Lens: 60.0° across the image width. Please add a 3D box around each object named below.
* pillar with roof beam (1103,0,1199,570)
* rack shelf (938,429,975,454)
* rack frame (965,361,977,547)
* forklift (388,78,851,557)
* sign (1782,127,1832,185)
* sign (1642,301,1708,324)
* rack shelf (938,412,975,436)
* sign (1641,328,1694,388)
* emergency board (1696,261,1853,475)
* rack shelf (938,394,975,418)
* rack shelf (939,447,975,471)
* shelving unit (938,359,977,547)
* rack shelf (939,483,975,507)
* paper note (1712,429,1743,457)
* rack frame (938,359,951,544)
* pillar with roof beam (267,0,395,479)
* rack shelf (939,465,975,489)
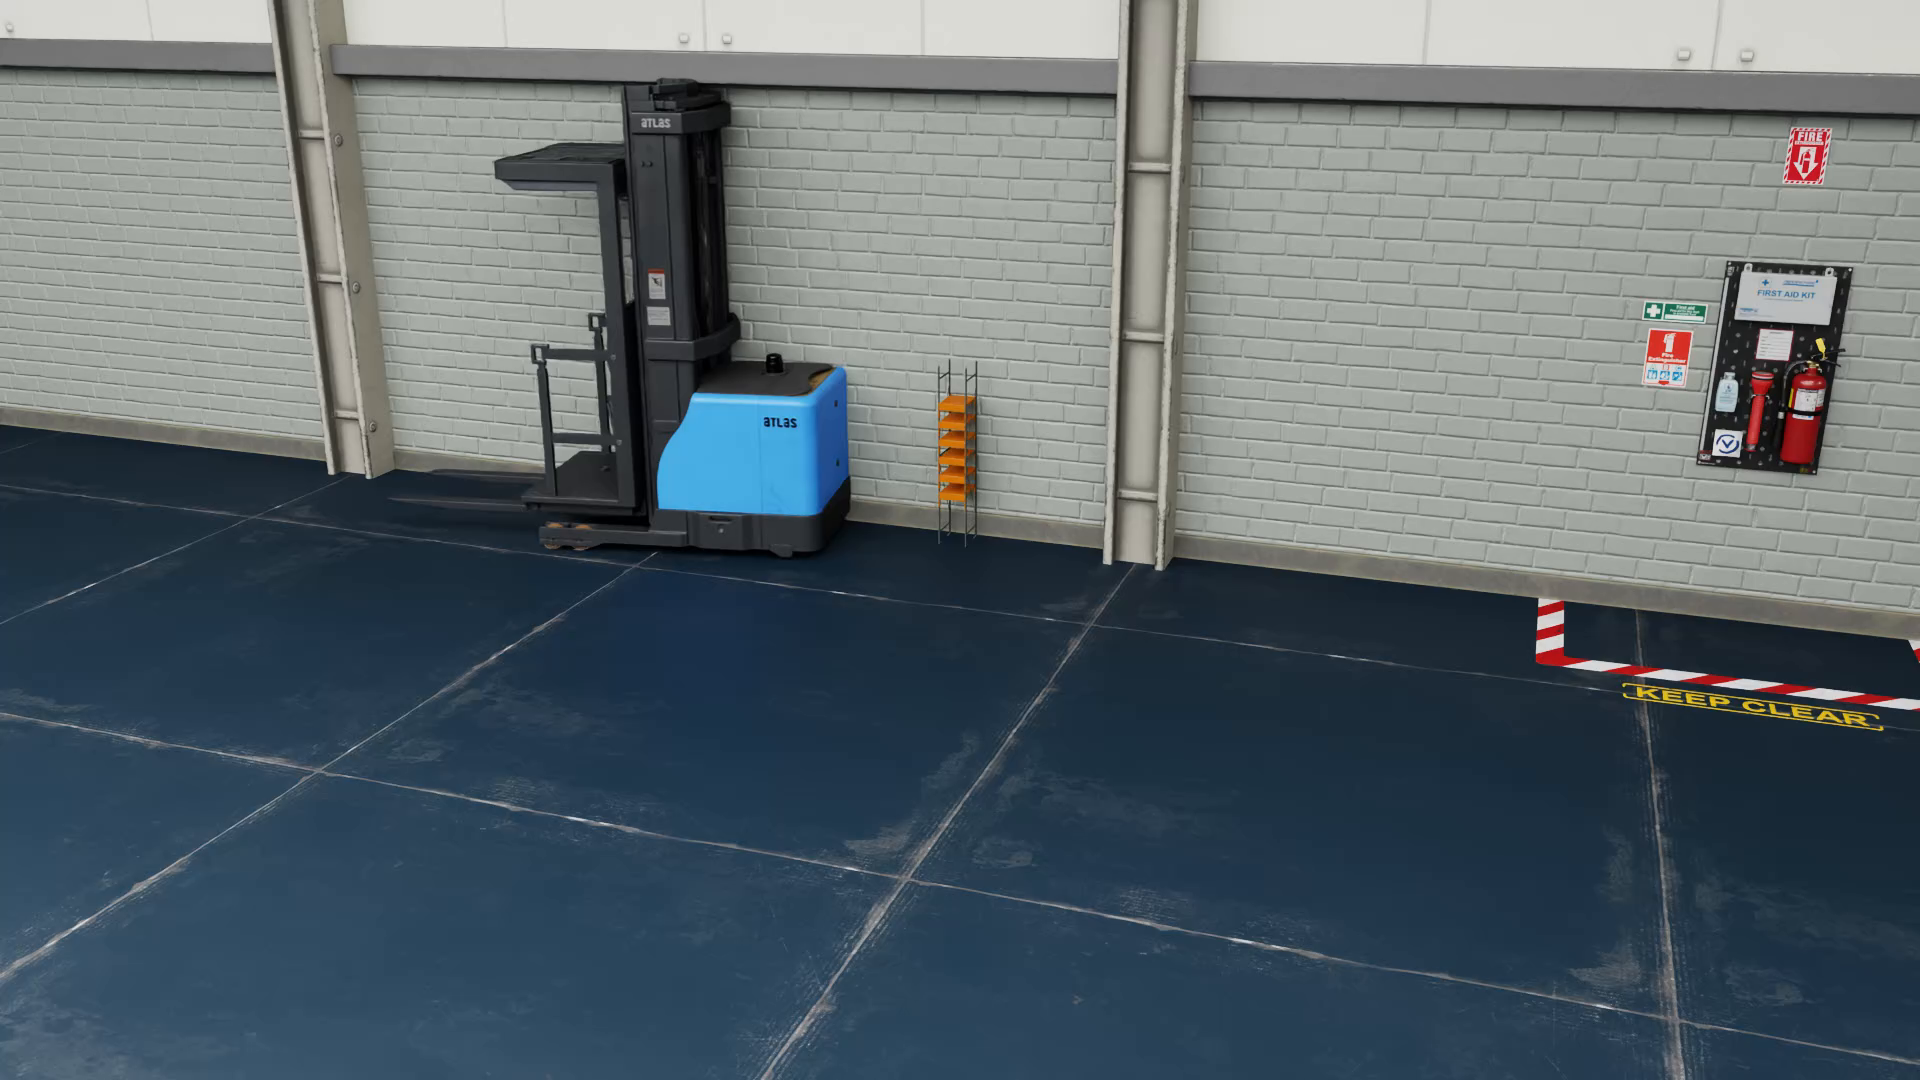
[{"bbox_3d":[-0.262,-2.786,5.399,0.400,9.000,9.100,7,20,18],"label":"pillar with roof beam"},{"bbox_3d":[-0.015,-0.636,10.849,0.180,0.103,0.258,6,20,17],"label":"rack shelf"},{"bbox_3d":[0.072,-0.556,10.848,0.006,1.200,0.240,6,20,17],"label":"rack frame"},{"bbox_3d":[-2.309,-1.482,10.874,3.031,2.935,1.130,3,19,9],"label":"forklift"},{"bbox_3d":[4.522,-2.049,8.876,0.199,0.298,0.001,7,20,18],"label":"sign"},{"bbox_3d":[4.010,-1.278,9.327,0.331,0.109,0.001,7,20,18],"label":"sign"},{"bbox_3d":[-0.015,-0.750,10.810,0.180,0.103,0.258,6,20,17],"label":"rack shelf"},{"bbox_3d":[4.008,-1.031,9.424,0.234,0.329,0.001,7,20,18],"label":"sign"},{"bbox_3d":[4.497,-0.923,9.166,0.643,1.169,0.194,7,20,18],"label":"emergency board"},{"bbox_3d":[-0.015,-0.863,10.770,0.180,0.103,0.258,6,20,17],"label":"rack shelf"},{"bbox_3d":[-0.015,-0.523,10.889,0.180,0.103,0.258,6,20,17],"label":"rack shelf"},{"bbox_3d":[-0.015,-0.565,10.874,0.189,1.200,0.258,6,20,17],"label":"shelving unit"},{"bbox_3d":[-0.015,-0.296,10.968,0.180,0.103,0.258,6,20,17],"label":"rack shelf"},{"bbox_3d":[4.352,-0.547,9.428,0.142,0.148,0.016,7,20,18],"label":"paper note"},{"bbox_3d":[-0.102,-0.574,10.901,0.006,1.200,0.240,6,20,17],"label":"rack frame"},{"bbox_3d":[-5.930,-3.435,7.258,0.400,9.000,9.100,7,20,18],"label":"pillar with roof beam"},{"bbox_3d":[-0.015,-0.410,10.928,0.180,0.103,0.258,6,20,17],"label":"rack shelf"}]
